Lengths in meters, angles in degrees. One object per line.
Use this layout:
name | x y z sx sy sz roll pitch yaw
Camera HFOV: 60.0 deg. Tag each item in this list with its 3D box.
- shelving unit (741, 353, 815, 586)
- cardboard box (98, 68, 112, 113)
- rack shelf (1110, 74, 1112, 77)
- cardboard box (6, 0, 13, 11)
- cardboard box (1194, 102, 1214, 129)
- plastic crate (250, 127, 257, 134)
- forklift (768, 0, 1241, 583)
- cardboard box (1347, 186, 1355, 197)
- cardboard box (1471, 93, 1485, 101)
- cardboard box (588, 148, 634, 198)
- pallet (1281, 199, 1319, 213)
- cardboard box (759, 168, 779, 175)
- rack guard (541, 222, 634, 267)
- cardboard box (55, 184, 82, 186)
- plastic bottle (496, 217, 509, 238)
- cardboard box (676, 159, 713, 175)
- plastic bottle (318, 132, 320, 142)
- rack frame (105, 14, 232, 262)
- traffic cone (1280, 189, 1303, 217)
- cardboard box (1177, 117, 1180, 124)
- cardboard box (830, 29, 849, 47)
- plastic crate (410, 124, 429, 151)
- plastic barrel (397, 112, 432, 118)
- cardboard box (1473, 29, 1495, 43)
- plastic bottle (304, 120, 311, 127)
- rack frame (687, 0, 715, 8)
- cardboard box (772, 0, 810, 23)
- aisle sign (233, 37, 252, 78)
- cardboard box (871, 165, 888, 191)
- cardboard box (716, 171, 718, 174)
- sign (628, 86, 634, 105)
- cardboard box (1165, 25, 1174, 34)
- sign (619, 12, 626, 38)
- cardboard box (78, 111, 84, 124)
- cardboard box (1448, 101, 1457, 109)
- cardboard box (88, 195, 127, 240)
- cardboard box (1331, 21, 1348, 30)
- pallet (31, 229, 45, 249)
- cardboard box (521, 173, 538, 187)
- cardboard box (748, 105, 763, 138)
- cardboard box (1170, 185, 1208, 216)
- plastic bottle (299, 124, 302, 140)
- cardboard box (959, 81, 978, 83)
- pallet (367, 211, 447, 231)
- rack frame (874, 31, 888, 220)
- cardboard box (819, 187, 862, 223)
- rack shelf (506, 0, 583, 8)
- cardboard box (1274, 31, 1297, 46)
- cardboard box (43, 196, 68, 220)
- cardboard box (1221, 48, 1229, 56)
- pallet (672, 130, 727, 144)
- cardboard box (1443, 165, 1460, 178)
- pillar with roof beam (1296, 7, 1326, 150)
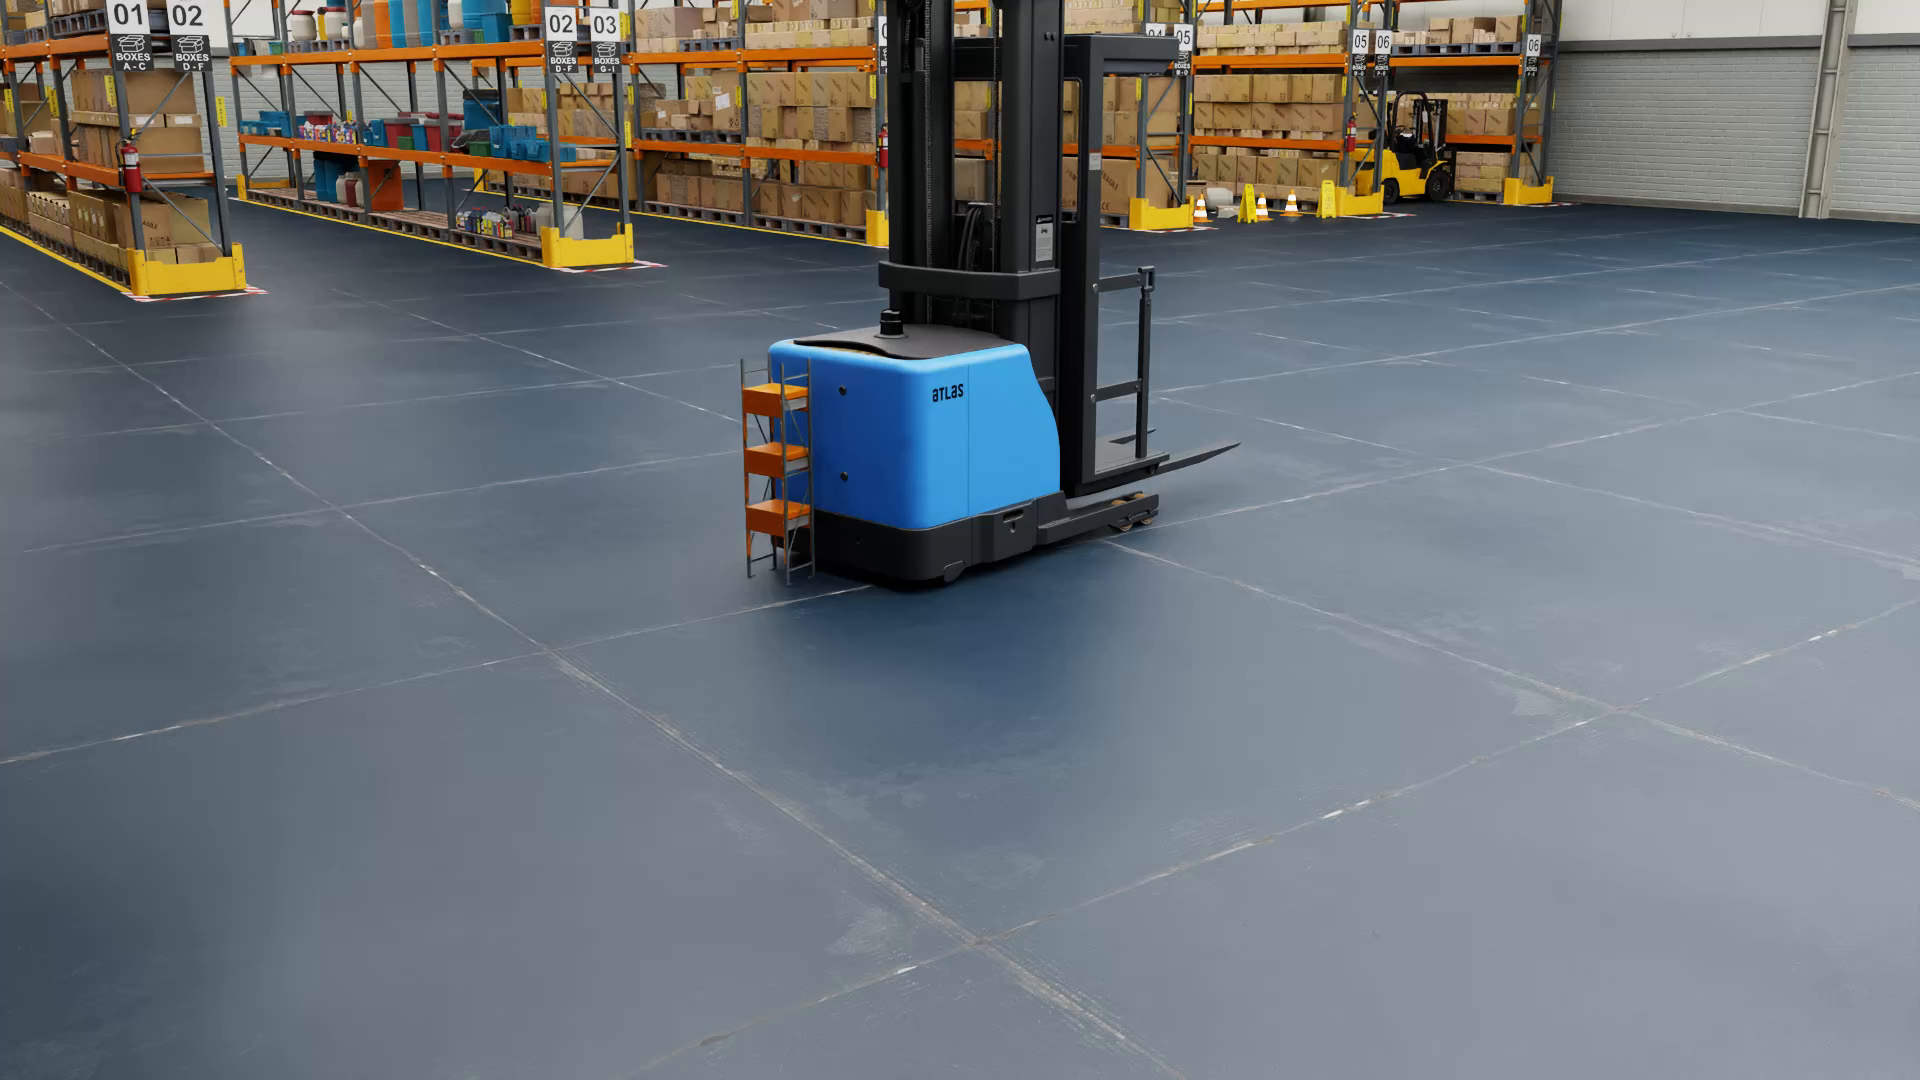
shelving unit | -0.850 -0.330 7.791 0.252 1.050 0.215 11 19 34
cardboard box | -9.700 -5.300 19.613 0.700 0.500 0.500 -11 19 -34
rack shelf | 3.019 -12.230 43.259 1.077 0.370 4.000 -11 19 -35
cardboard box | -14.049 -8.183 25.027 0.500 0.500 0.500 -11 19 -35
cardboard box | 4.919 -8.278 32.387 0.500 0.500 0.500 -11 19 -35
plastic crate | -13.793 -8.051 32.695 0.250 0.136 0.298 -11 19 -35
forklift | 0.414 -1.537 8.641 1.130 2.935 3.031 13 20 40
cardboard box | 6.987 -6.461 30.913 0.500 0.250 0.500 -11 19 -35
cardboard box | 10.437 -8.853 33.259 0.380 0.149 0.250 -11 19 -34
cardboard box | -6.389 -7.059 31.916 1.225 0.875 0.875 -11 19 -34
pallet | 6.744 -6.220 30.901 1.003 0.211 1.213 -11 19 -35
cardboard box | -4.205 -8.131 36.643 0.380 0.149 0.250 -10 18 -33
rack guard | -4.868 -3.866 21.753 1.175 0.500 0.348 -11 19 -35
cardboard box | -14.448 -5.480 26.819 0.500 0.500 0.500 -12 19 -36
plastic bottle | -6.346 -4.343 23.089 0.152 0.276 0.135 -11 19 -34
cardboard box | -4.744 -6.658 29.700 0.500 0.250 0.500 -8 17 -28
plastic bottle | -11.286 -7.144 29.373 0.097 0.201 0.097 0 15 0
rack frame | -8.794 -4.294 18.584 1.000 3.000 0.127 -11 19 -35
traffic cone | 5.941 -6.037 29.758 0.336 0.463 0.334 -11 19 -35
cardboard box | 4.360 -8.372 33.163 0.380 0.149 0.250 -11 19 -34
cardboard box | -1.564 -7.375 24.443 0.500 0.250 0.500 -11 19 -34
plastic crate | -8.037 -6.096 25.198 0.392 0.384 0.575 -11 19 -35
plastic barrel | -8.971 -6.784 27.424 0.600 0.536 0.708 -11 19 -35
cardboard box | 10.368 -9.957 32.863 0.396 0.266 0.258 -11 19 -34
plastic bottle | -11.872 -7.467 30.269 0.144 0.351 0.185 -11 19 -35
rack frame | -6.115 -12.890 38.625 1.000 3.000 0.127 -11 19 -35
cardboard box | -2.660 -8.509 26.599 0.500 0.500 0.500 -12 19 -36
aisle sign | -14.475 -9.702 33.418 0.394 0.787 0.004 -11 19 -35
cardboard box | -1.126 -7.261 32.890 1.050 0.750 0.750 -11 19 -35
cardboard box | -5.405 -8.456 38.393 0.380 0.149 0.250 -11 19 -34
sign | -5.929 -8.011 29.971 0.100 0.325 0.005 -11 19 -35
cardboard box | 3.351 -8.279 26.951 0.380 0.149 0.250 -11 19 -34
sign | -4.337 -6.598 21.302 0.100 0.325 0.005 -11 19 -35
cardboard box | -10.844 -5.314 20.891 0.380 0.149 0.250 -11 19 -36
cardboard box | 10.046 -8.802 33.637 0.380 0.149 0.250 -11 19 -34
cardboard box | -10.243 -3.919 20.205 0.500 0.500 0.500 -11 19 -35
cardboard box | 6.800 -9.106 29.448 0.380 0.149 0.250 -11 19 -34
pallet | -13.045 -4.476 24.530 1.003 0.211 1.213 -11 19 -35
cardboard box | -8.687 -7.917 35.049 0.875 0.875 0.875 -11 19 -35
cardboard box | -2.916 -6.771 26.882 0.875 0.500 0.500 -11 19 -35
cardboard box | 4.157 -6.148 30.084 0.637 0.503 0.797 4 16 13
plastic bottle | -11.970 -7.424 30.240 0.061 0.283 0.133 -11 19 -35
cardboard box | 0.206 -10.883 39.345 0.380 0.149 0.250 -11 19 -35
pallet | -9.065 -5.254 27.374 1.003 0.211 1.213 -11 19 -35
rack frame | -0.779 -5.831 24.200 1.000 3.000 0.127 -11 19 -35
cardboard box | -1.864 -5.223 25.917 0.500 0.500 0.500 -9 18 -29
rack shelf | -9.010 -11.174 34.478 1.077 0.370 4.000 -11 19 -35
cardboard box | 6.115 -9.172 30.446 0.500 0.250 0.500 -10 18 -33
cardboard box | -12.511 -4.662 23.279 0.500 0.311 0.500 -11 19 -35
cardboard box | 5.214 -9.344 31.829 0.380 0.149 0.250 -11 19 -34
pallet | -4.285 -7.031 28.945 1.003 0.211 1.213 -11 19 -35
cardboard box | 10.104 -7.529 33.870 0.500 0.250 0.500 -11 19 -36
pillar with roof beam | 4.560 -11.936 35.140 9.100 9.000 0.400 -11 19 -35
